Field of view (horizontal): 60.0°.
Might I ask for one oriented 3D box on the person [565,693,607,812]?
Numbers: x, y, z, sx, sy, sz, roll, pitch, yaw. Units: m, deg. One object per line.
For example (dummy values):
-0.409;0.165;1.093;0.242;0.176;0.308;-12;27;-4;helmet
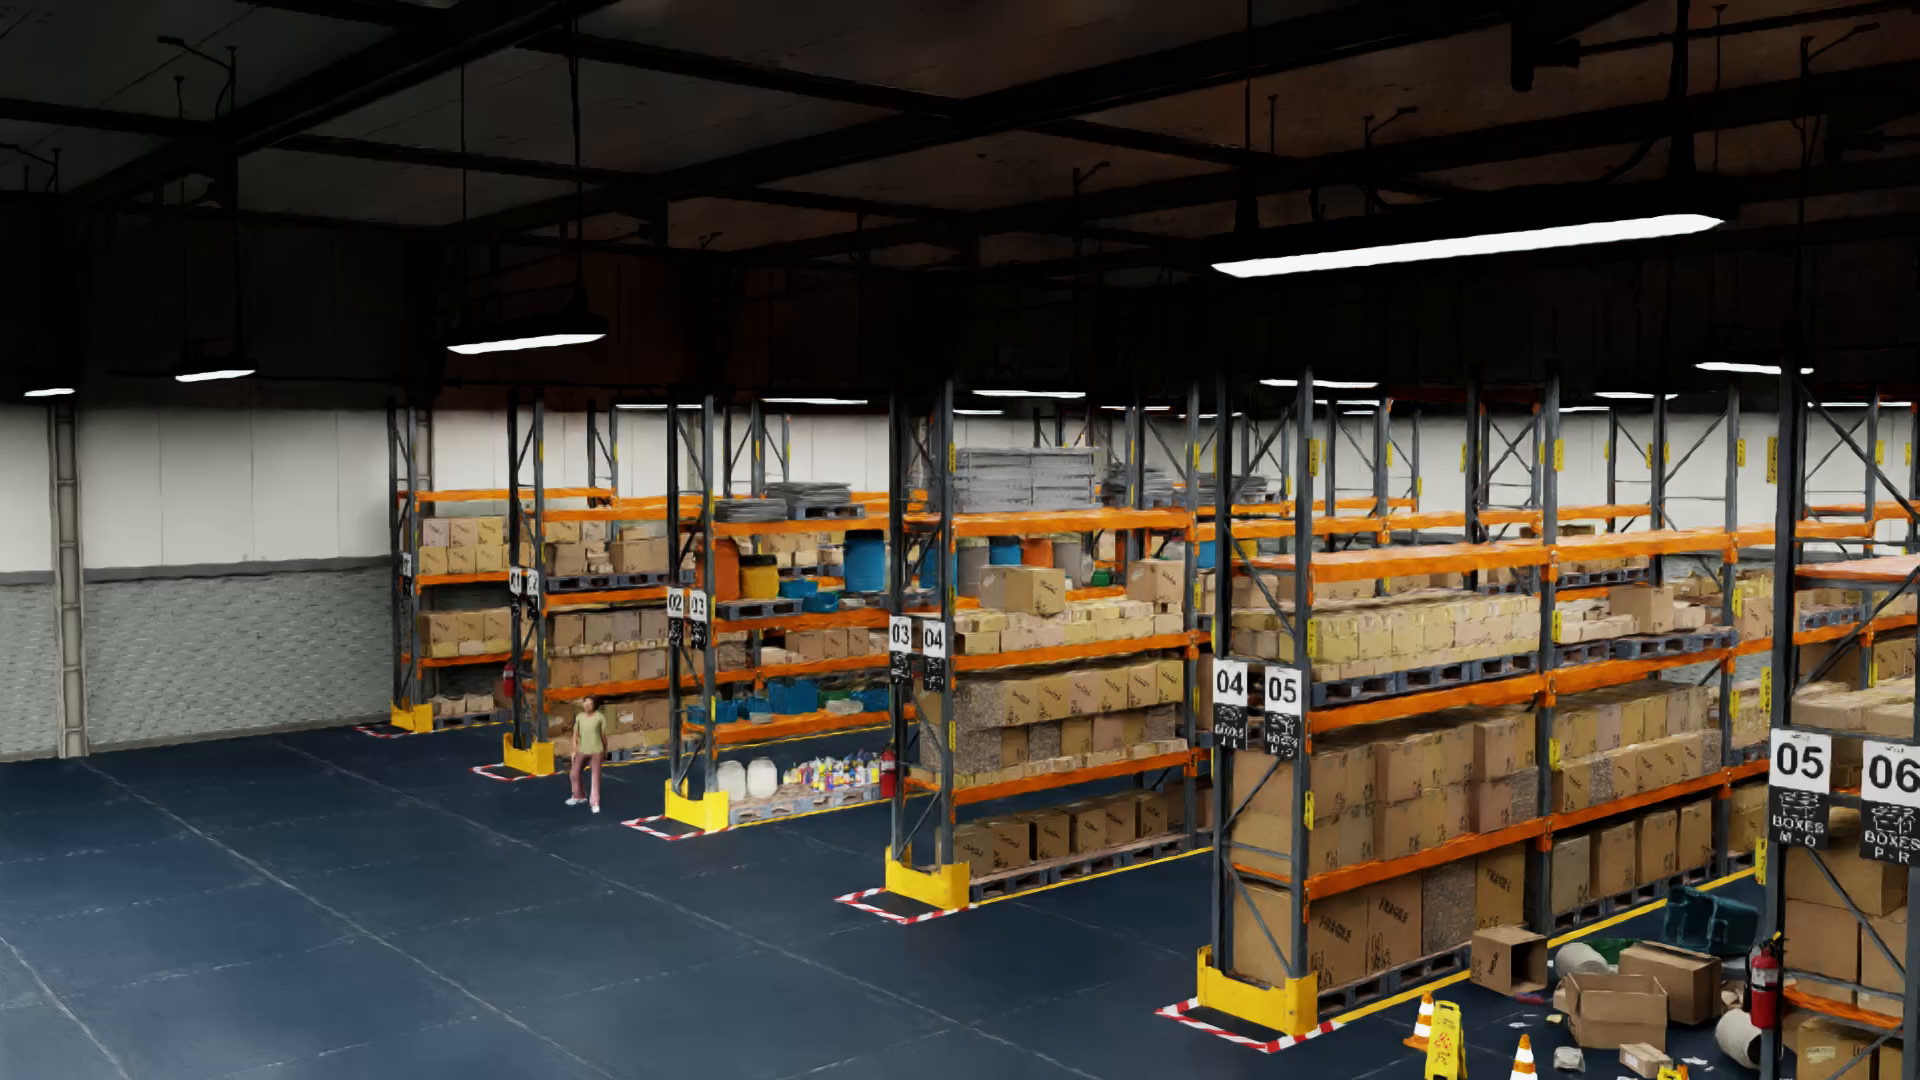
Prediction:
-5.298;2.970;23.410;0.648;1.664;0.476;0;3;6;person
